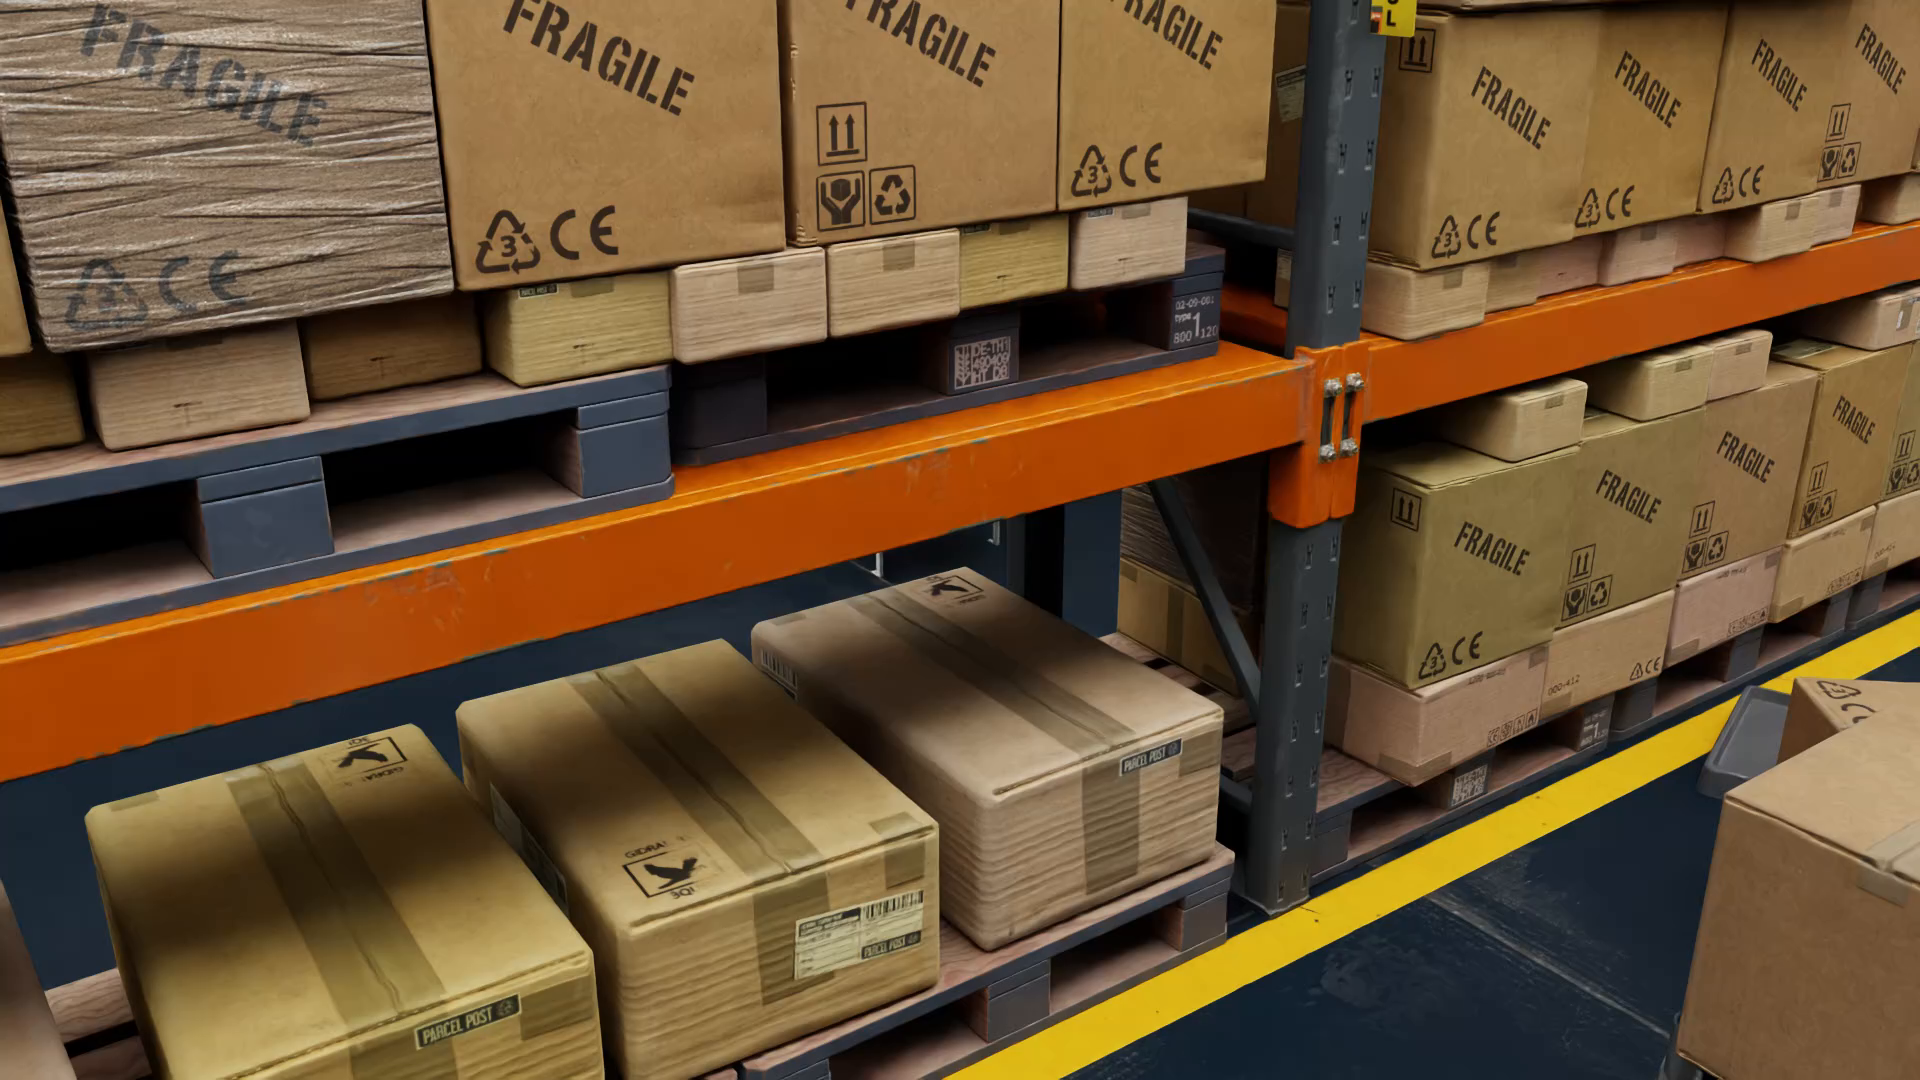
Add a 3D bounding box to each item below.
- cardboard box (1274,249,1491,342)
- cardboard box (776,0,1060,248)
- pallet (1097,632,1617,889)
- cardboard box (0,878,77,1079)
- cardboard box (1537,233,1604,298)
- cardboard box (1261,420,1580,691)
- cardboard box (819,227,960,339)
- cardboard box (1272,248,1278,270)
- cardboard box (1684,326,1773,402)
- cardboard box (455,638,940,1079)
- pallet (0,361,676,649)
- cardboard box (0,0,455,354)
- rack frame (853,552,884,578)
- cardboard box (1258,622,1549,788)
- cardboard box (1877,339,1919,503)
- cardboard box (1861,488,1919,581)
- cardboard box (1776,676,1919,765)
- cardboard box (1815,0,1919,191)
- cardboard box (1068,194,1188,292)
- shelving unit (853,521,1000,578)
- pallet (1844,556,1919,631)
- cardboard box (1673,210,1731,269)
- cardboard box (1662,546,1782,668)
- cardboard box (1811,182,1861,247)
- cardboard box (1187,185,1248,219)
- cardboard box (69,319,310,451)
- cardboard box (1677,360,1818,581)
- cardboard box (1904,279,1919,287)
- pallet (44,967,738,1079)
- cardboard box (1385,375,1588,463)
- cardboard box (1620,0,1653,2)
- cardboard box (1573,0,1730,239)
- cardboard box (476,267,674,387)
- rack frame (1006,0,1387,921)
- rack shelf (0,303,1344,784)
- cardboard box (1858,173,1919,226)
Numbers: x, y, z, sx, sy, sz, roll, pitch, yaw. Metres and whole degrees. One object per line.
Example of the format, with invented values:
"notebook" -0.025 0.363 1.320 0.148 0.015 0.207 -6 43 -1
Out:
"cardboard box" 0.902 -0.554 3.578 0.250 0.149 0.380 -15 26 -33
"cardboard box" -0.184 -0.802 2.757 0.500 0.500 0.500 -15 26 -33
"pallet" 0.984 0.440 4.510 1.213 0.211 1.003 -15 26 -33
"cardboard box" -1.729 0.910 2.547 0.625 0.372 0.950 -16 27 -34
"cardboard box" 1.275 -0.691 3.921 0.250 0.149 0.380 -15 26 -33
"cardboard box" 1.096 -0.012 4.011 0.500 0.500 0.500 -14 25 -30
"cardboard box" -0.210 -0.465 2.787 0.250 0.149 0.380 -15 26 -34
"cardboard box" 0.740 -0.800 4.193 0.250 0.149 0.380 -14 26 -32
"cardboard box" 1.865 -0.493 4.342 0.250 0.149 0.380 -13 25 -30
"cardboard box" -0.547 0.597 3.332 0.625 0.372 0.950 -13 25 -30
"pallet" -1.205 -0.185 2.572 1.213 0.211 1.003 -15 26 -33
"cardboard box" -1.031 -0.579 2.197 0.500 0.500 0.500 -16 27 -35
"rack frame" -0.332 -0.469 5.452 0.015 1.200 0.240 -15 26 -33
"cardboard box" 1.096 0.336 4.150 0.500 0.250 0.500 -16 27 -35
"cardboard box" 2.786 -0.466 5.148 0.500 0.500 0.500 -14 26 -31
"cardboard box" 2.782 -0.118 5.287 0.500 0.250 0.500 -15 26 -33
"cardboard box" 2.124 0.638 3.620 0.500 0.500 0.500 2 22 4
"cardboard box" 2.187 -1.231 4.398 0.500 0.500 0.500 -15 26 -32
"cardboard box" 0.203 -0.583 3.083 0.250 0.149 0.380 -14 26 -32
"shelving unit" -0.134 -0.521 5.584 0.503 1.200 0.258 -15 26 -33
"pallet" 2.964 -0.088 5.833 1.213 0.211 1.003 -15 26 -33
"cardboard box" 1.694 -0.802 4.197 0.250 0.149 0.380 -15 26 -33
"cardboard box" 1.952 0.102 4.738 0.500 0.250 0.500 -15 26 -34
"cardboard box" 2.134 -0.891 4.422 0.250 0.149 0.380 -15 26 -33
"cardboard box" 0.675 -1.055 3.957 0.500 0.500 0.500 -16 27 -34
"cardboard box" -1.075 -0.262 2.277 0.250 0.149 0.380 -14 26 -31
"cardboard box" 1.945 -0.243 4.590 0.500 0.500 0.500 -13 25 -30
"cardboard box" 2.743 -0.728 4.929 0.250 0.149 0.380 -14 26 -32
"pallet" -1.163 1.030 3.030 1.213 0.211 1.003 -15 26 -33
"cardboard box" 1.232 -0.322 3.914 0.250 0.149 0.380 -14 26 -32
"cardboard box" 1.370 -1.482 3.679 0.500 0.500 0.700 -15 26 -33
"cardboard box" 1.373 -1.011 3.847 0.500 0.500 0.500 -15 26 -33
"cardboard box" -0.634 -0.367 2.541 0.250 0.149 0.380 -15 26 -33
"rack frame" 0.459 -0.699 3.602 0.127 3.000 1.000 -15 26 -33
"rack shelf" -1.164 0.068 2.650 4.000 0.370 1.077 -15 26 -33
"cardboard box" 2.530 -1.005 4.708 0.250 0.149 0.380 -15 26 -33
